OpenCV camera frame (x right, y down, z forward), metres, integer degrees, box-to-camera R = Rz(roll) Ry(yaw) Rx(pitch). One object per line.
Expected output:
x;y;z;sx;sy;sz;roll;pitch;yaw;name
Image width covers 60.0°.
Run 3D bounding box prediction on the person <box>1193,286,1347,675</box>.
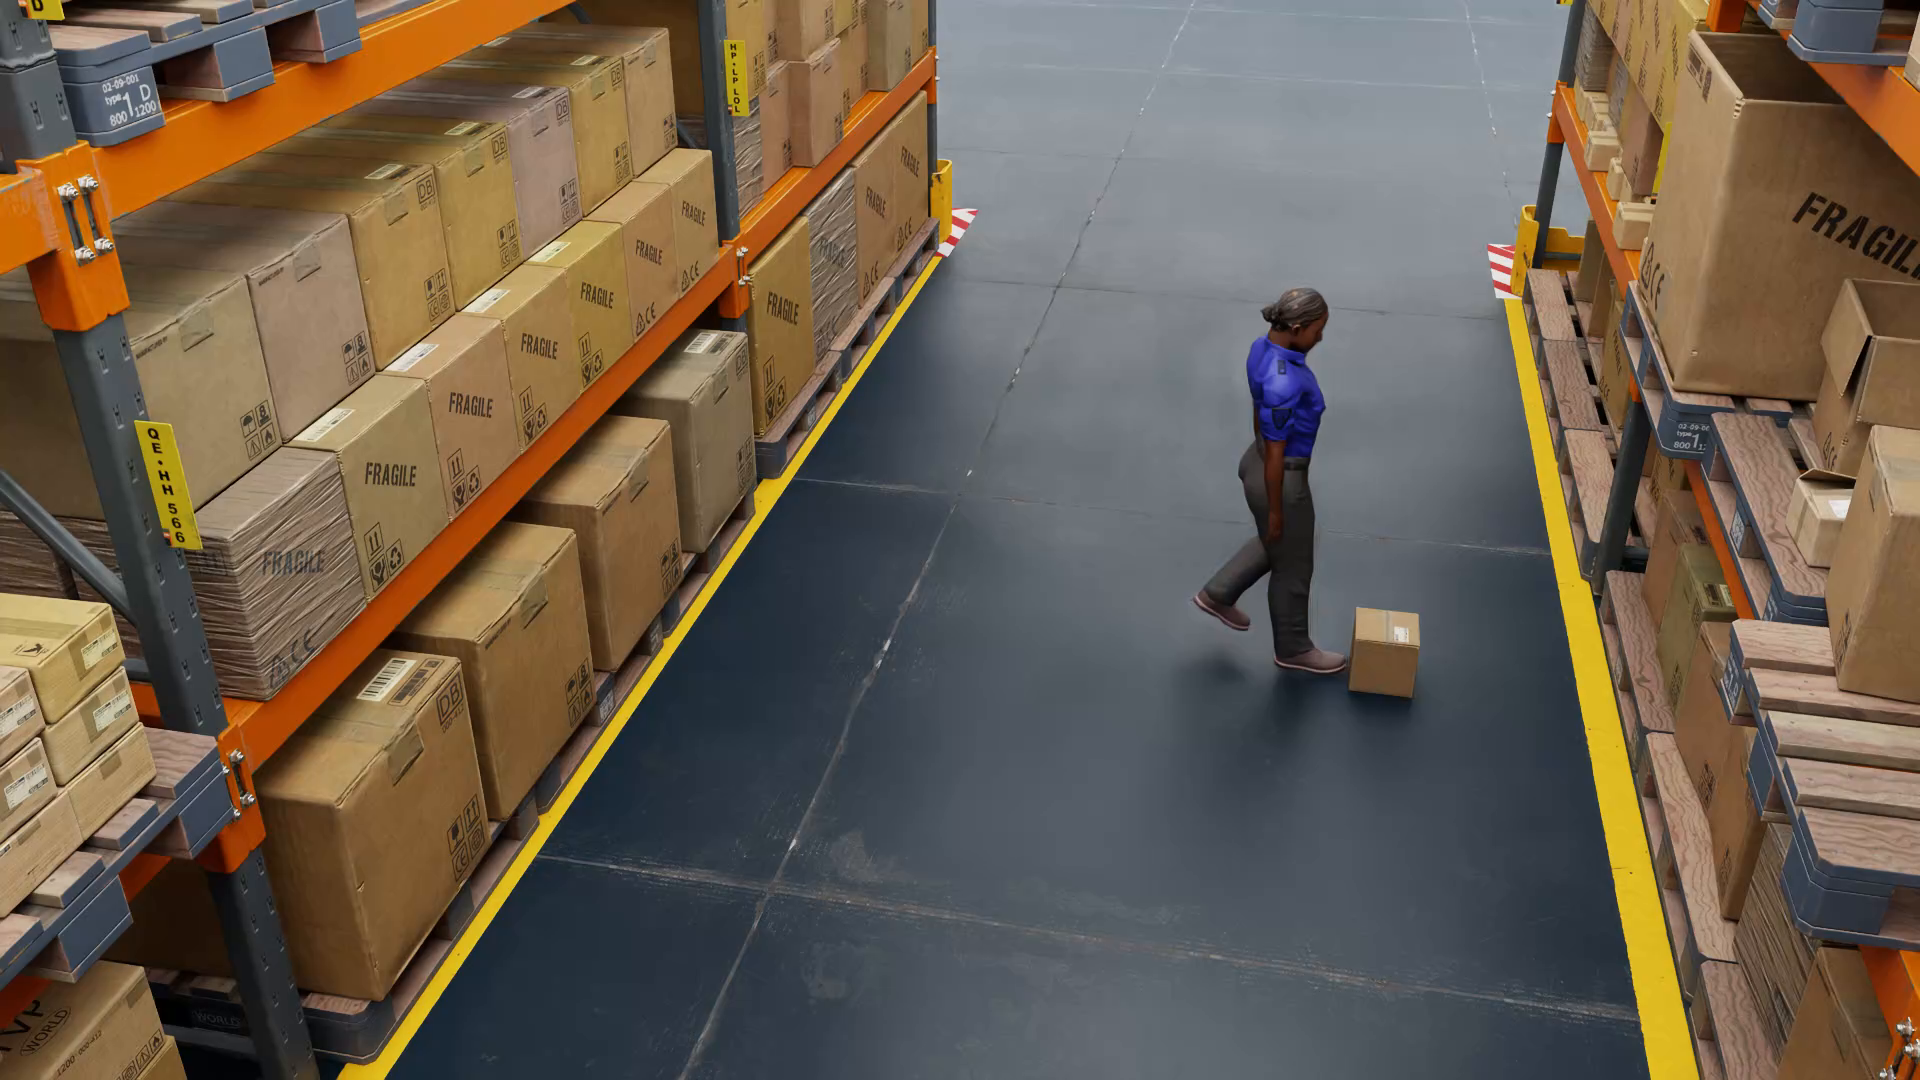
1.278;-0.223;6.513;0.624;1.629;0.488;1;29;1;person
